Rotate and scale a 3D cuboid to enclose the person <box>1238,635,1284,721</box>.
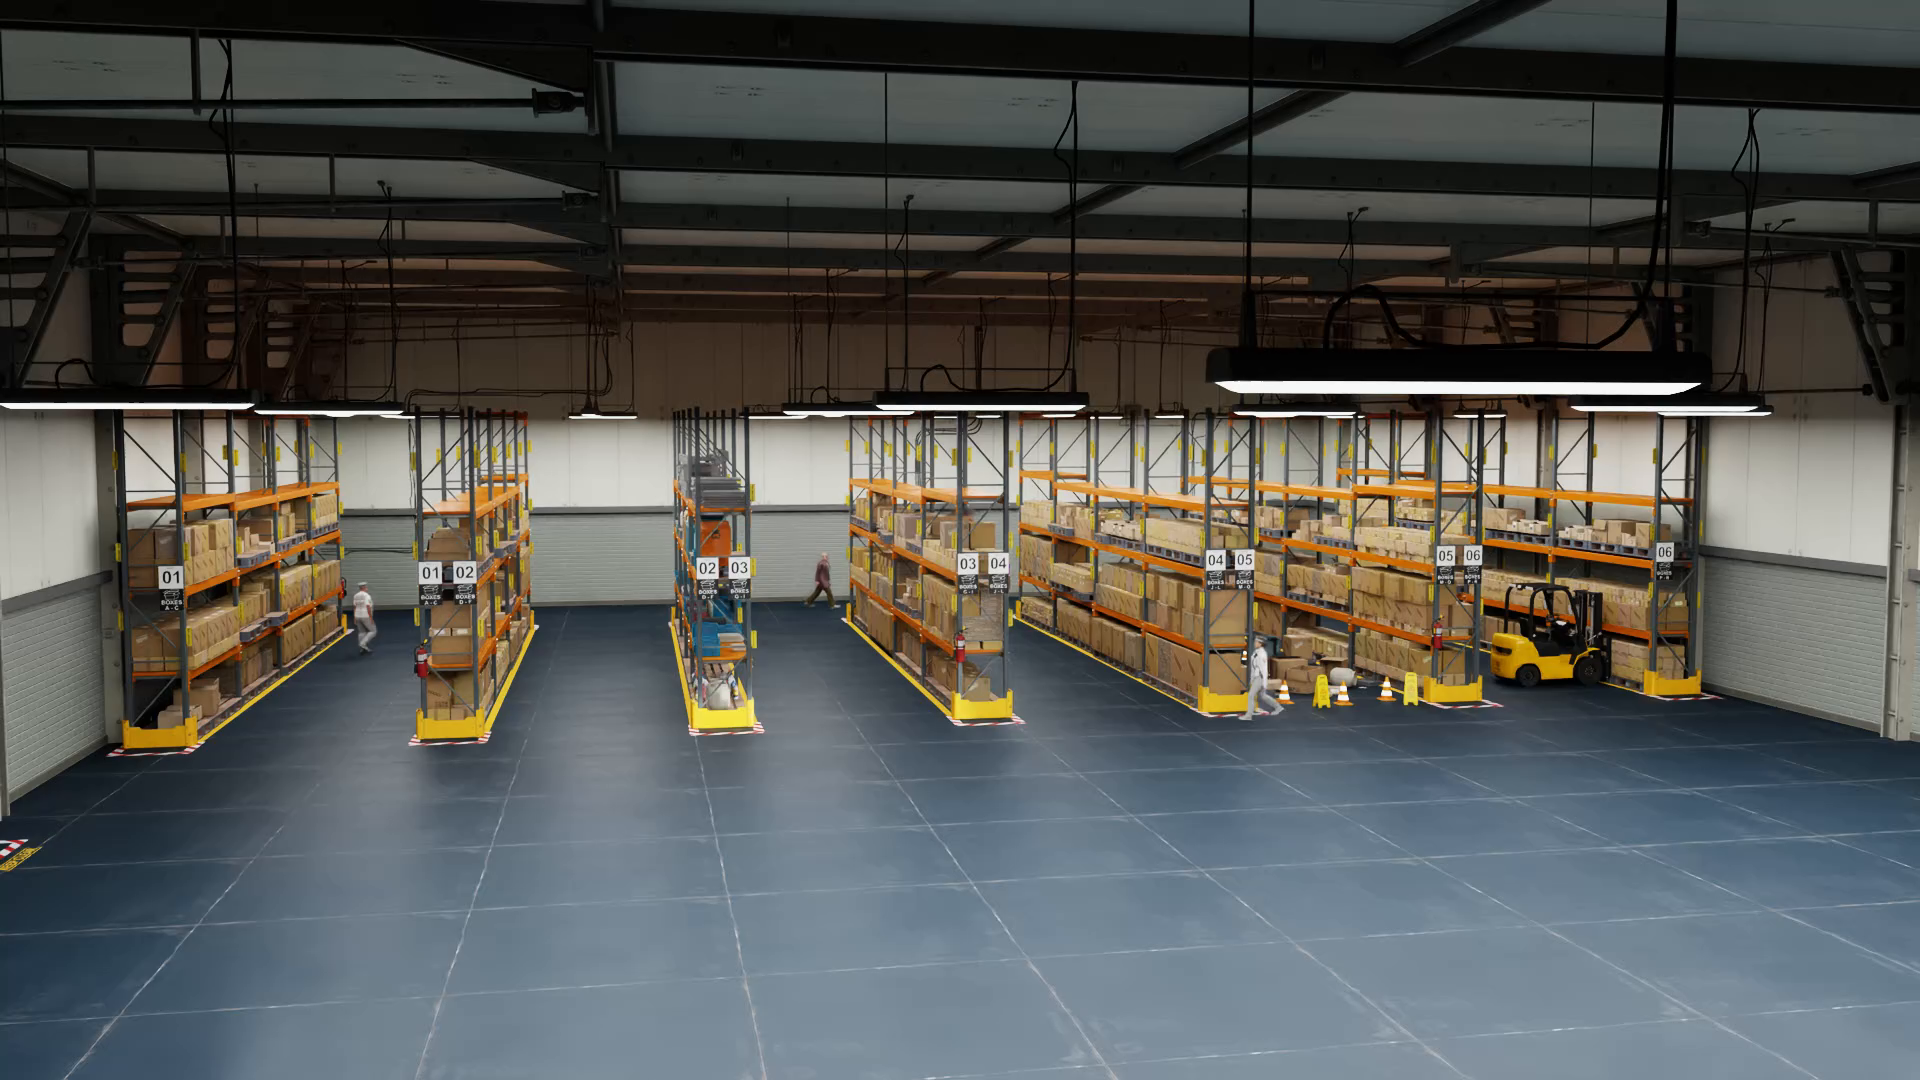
[{"bbox_3d":[5.779,2.623,31.837,0.970,1.645,0.486,-1,4,-11],"label":"person"}]

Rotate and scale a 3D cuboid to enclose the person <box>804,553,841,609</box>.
[{"bbox_3d":[-4.203,1.249,50.902,1.206,1.718,0.559,1,4,8],"label":"person"}]

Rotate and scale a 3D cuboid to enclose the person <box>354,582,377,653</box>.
[{"bbox_3d":[-14.764,1.924,41.107,0.576,1.756,0.509,2,5,29],"label":"person"}]
